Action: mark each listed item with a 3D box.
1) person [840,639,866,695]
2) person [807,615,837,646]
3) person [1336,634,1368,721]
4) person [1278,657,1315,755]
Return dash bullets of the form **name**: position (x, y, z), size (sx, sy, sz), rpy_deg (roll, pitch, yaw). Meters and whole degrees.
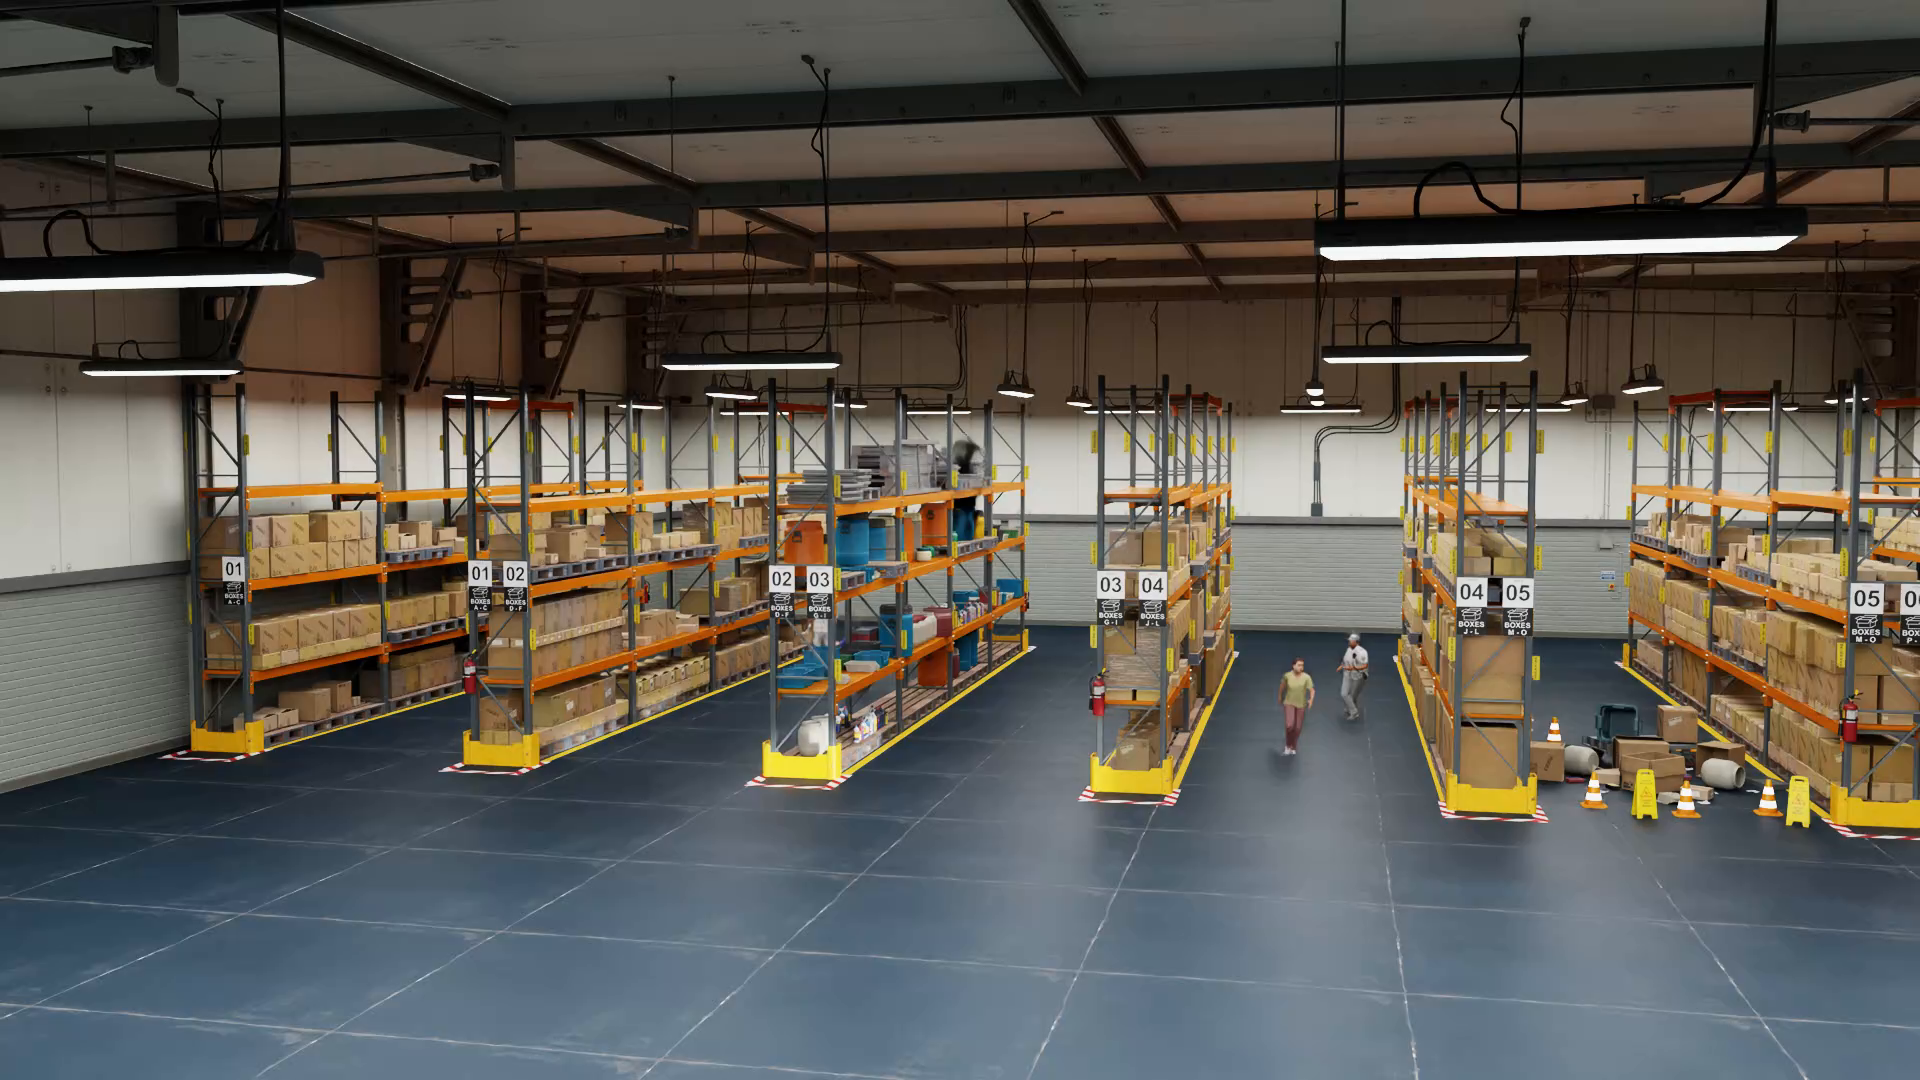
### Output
- **person**: position (-2.090, 2.423, 33.038), size (0.563, 1.375, 0.967), rpy_deg (0, 3, 2)
- **person**: position (-3.012, 2.036, 36.329), size (0.677, 1.791, 0.711), rpy_deg (0, 3, 3)
- **person**: position (7.197, 2.503, 30.376), size (0.713, 1.596, 0.634), rpy_deg (3, 5, 44)
- **person**: position (5.387, 2.658, 26.552), size (0.531, 1.614, 0.763), rpy_deg (0, 3, 3)
